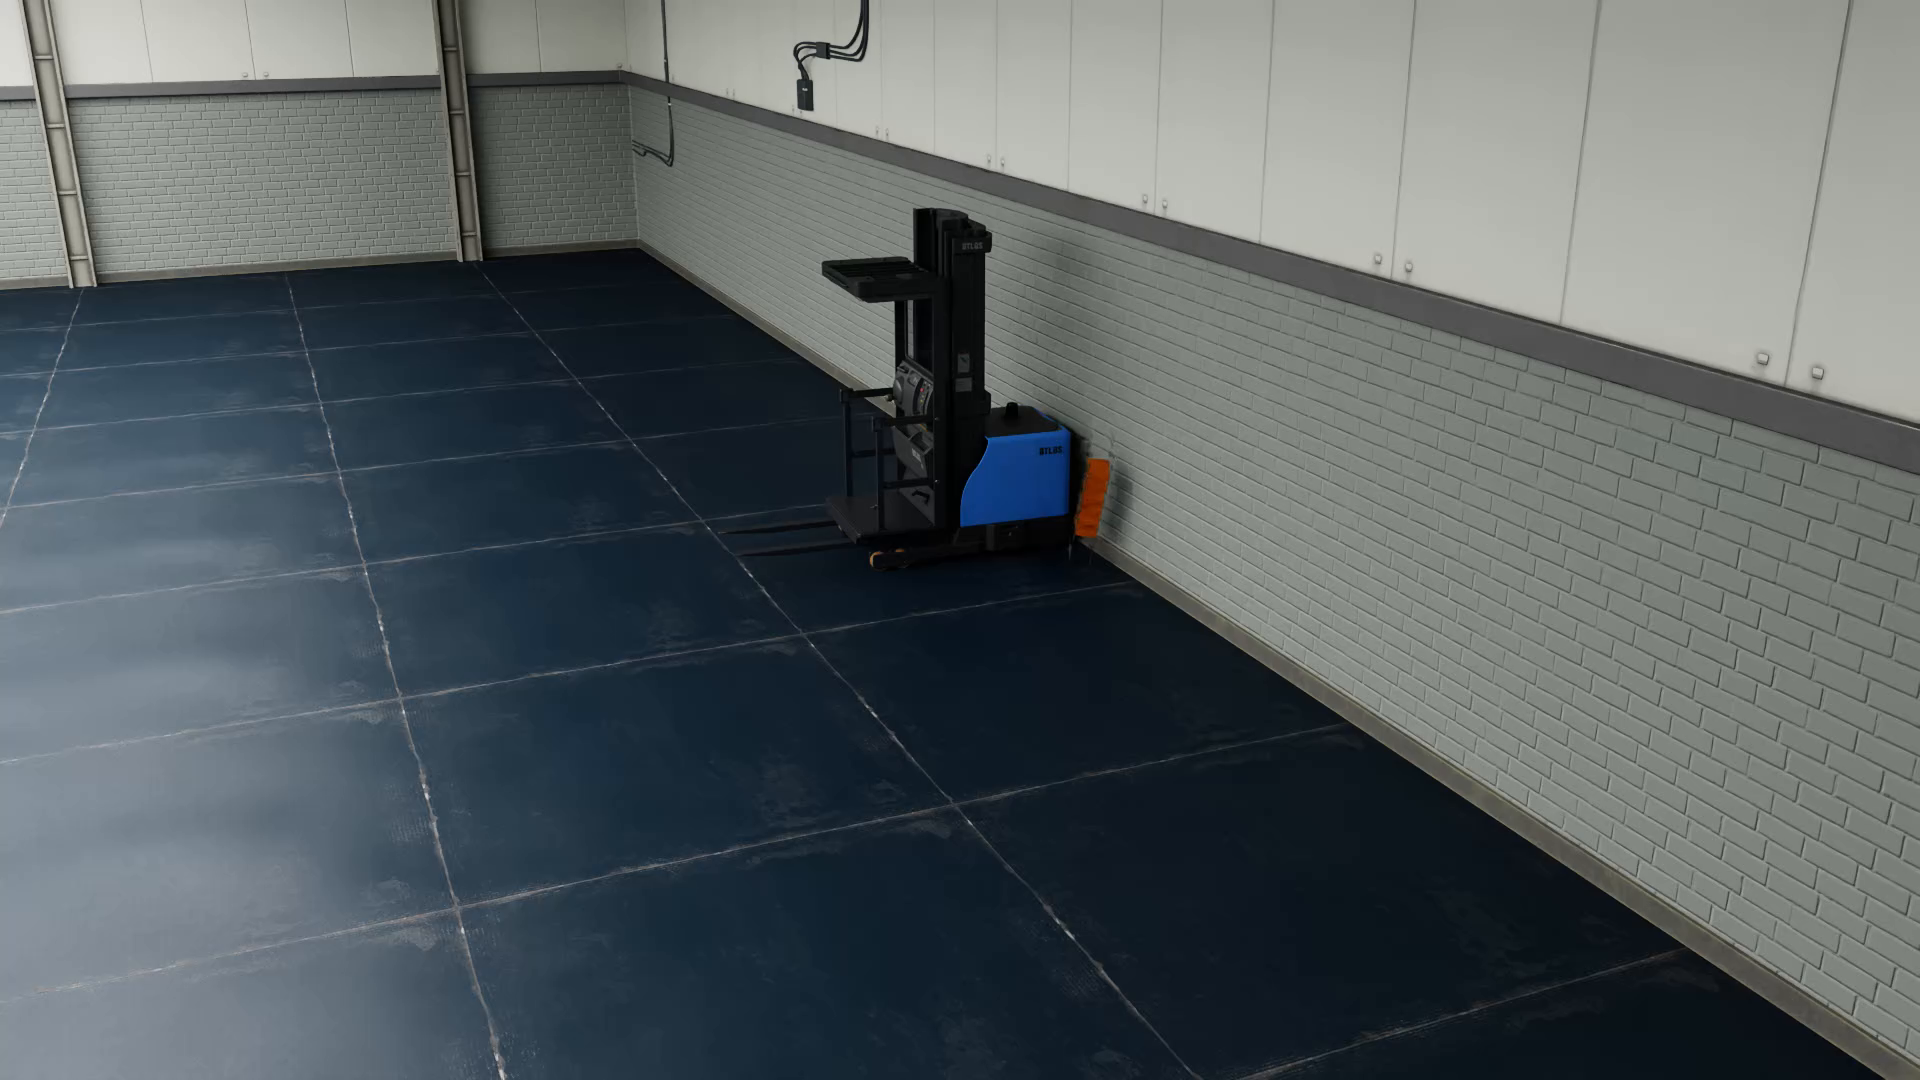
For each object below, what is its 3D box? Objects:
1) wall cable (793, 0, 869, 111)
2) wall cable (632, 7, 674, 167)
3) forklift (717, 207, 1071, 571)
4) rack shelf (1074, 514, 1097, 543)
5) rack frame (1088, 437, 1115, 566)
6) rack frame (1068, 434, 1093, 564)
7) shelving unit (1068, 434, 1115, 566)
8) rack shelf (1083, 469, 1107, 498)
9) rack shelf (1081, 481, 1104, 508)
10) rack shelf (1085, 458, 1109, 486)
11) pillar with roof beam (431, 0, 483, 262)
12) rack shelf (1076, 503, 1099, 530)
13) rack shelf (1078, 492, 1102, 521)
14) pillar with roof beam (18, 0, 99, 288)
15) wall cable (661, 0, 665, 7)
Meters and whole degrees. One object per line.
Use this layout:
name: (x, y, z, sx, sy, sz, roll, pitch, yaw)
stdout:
wall cable: (-1.509, -7.790, 18.477, 0.169, 6.003, 2.305, -8, 21, -22)
wall cable: (-5.255, -7.619, 27.786, 0.112, 2.526, 3.097, -8, 21, -22)
forklift: (-0.590, -1.313, 14.339, 3.031, 2.935, 1.130, -7, 20, -18)
rack shelf: (1.070, -0.104, 14.247, 0.180, 0.103, 0.258, 7, 38, -3)
rack frame: (1.196, -0.315, 14.077, 0.006, 1.200, 0.240, 7, 38, -3)
rack frame: (1.015, -0.336, 14.068, 0.006, 1.200, 0.240, 7, 38, -3)
shelving unit: (1.105, -0.326, 14.072, 0.189, 1.200, 0.258, 7, 38, -3)
rack shelf: (1.130, -0.478, 13.953, 0.180, 0.103, 0.258, 7, 38, -3)
rack shelf: (1.115, -0.384, 14.026, 0.180, 0.103, 0.258, 7, 38, -3)
rack shelf: (1.145, -0.572, 13.879, 0.180, 0.103, 0.258, 7, 38, -3)
pillar with roof beam: (-6.779, -7.786, 23.586, 0.400, 9.000, 9.100, -8, 21, -22)
rack shelf: (1.085, -0.197, 14.173, 0.180, 0.103, 0.258, 7, 38, -3)
rack shelf: (1.100, -0.291, 14.100, 0.180, 0.103, 0.258, 7, 38, -3)
pillar with roof beam: (-12.288, -6.997, 21.345, 0.400, 9.000, 9.100, -8, 21, -22)
wall cable: (-4.183, -9.176, 24.604, 0.112, 2.526, 3.097, -8, 21, -22)
